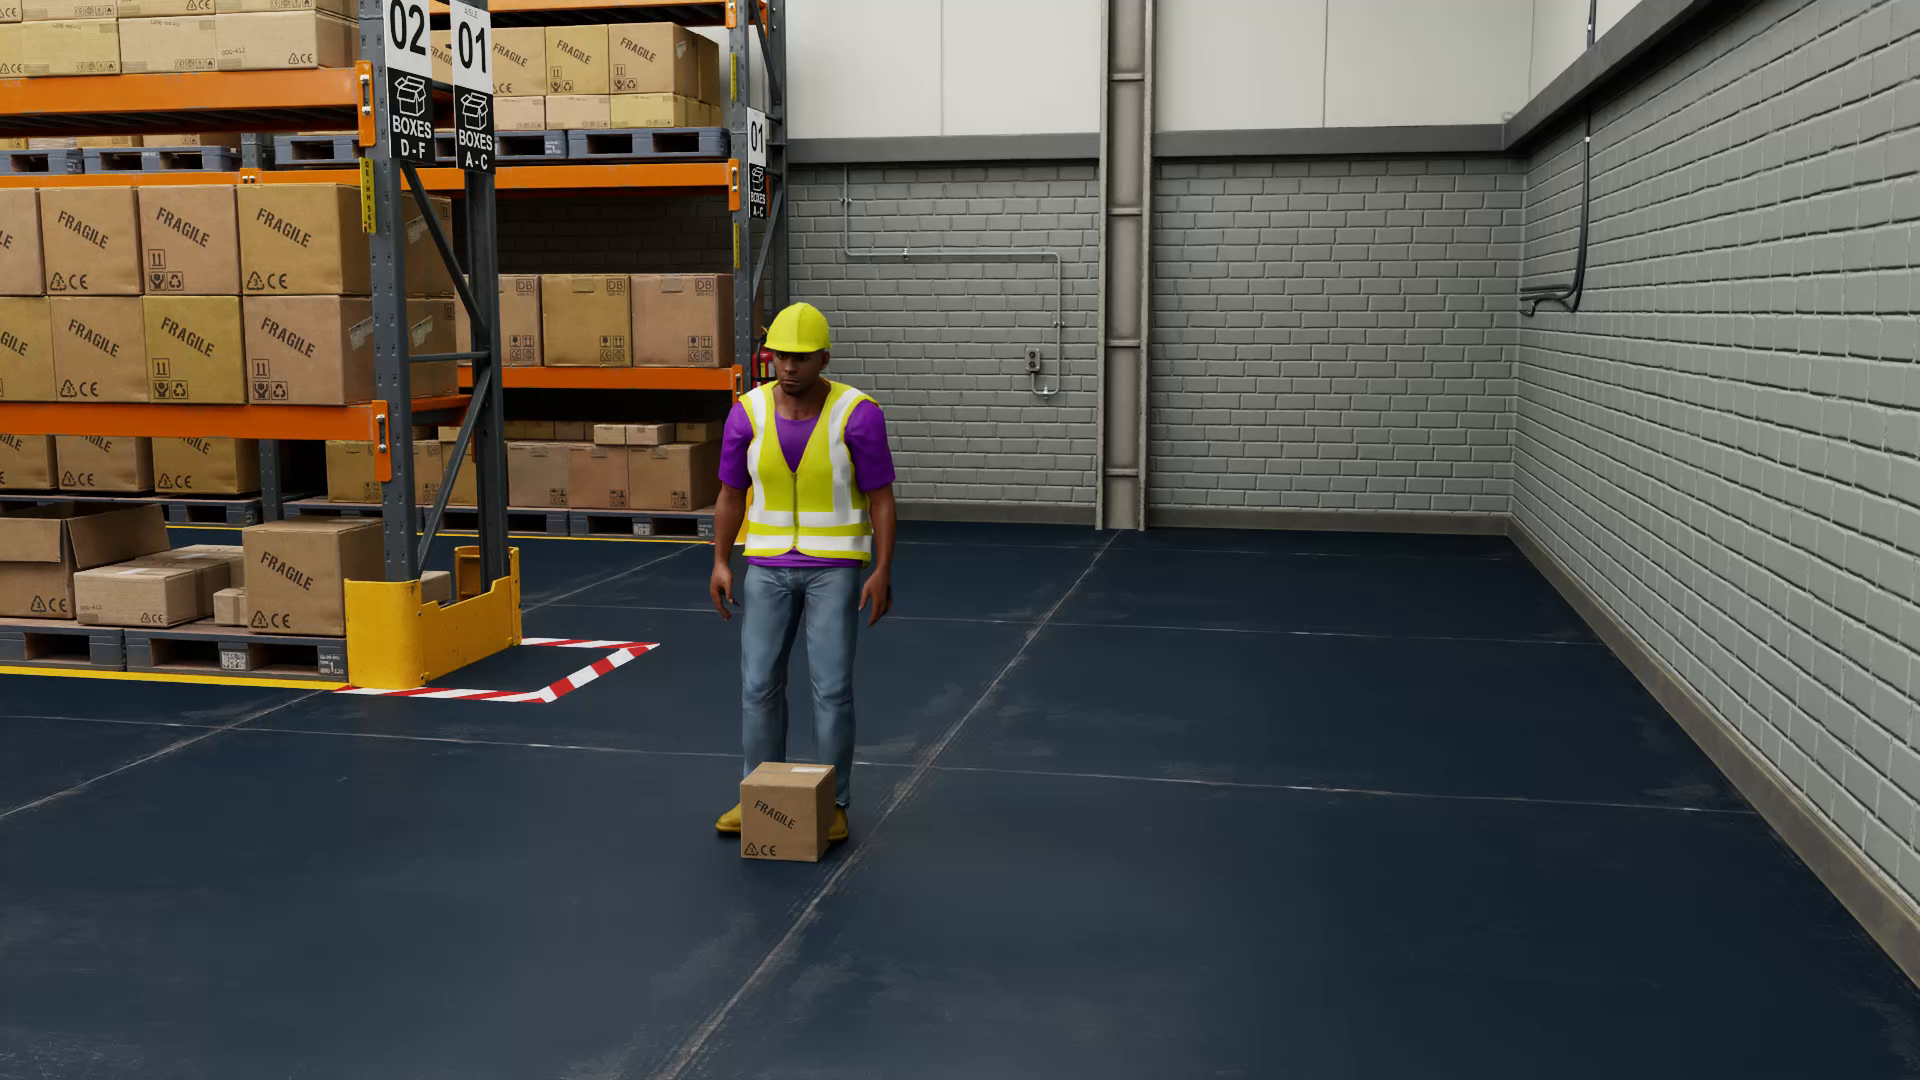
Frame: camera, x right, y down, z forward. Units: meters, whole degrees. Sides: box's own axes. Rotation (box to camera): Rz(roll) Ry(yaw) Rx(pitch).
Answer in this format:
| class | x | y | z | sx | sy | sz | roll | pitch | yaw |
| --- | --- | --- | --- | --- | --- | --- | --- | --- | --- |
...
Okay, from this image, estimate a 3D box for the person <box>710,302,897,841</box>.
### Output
| class | x | y | z | sx | sy | sz | roll | pitch | yaw |
| --- | --- | --- | --- | --- | --- | --- | --- | --- | --- |
| person | -0.523 | 0.102 | 5.510 | 0.627 | 1.761 | 0.460 | 2 | 8 | 11 |
